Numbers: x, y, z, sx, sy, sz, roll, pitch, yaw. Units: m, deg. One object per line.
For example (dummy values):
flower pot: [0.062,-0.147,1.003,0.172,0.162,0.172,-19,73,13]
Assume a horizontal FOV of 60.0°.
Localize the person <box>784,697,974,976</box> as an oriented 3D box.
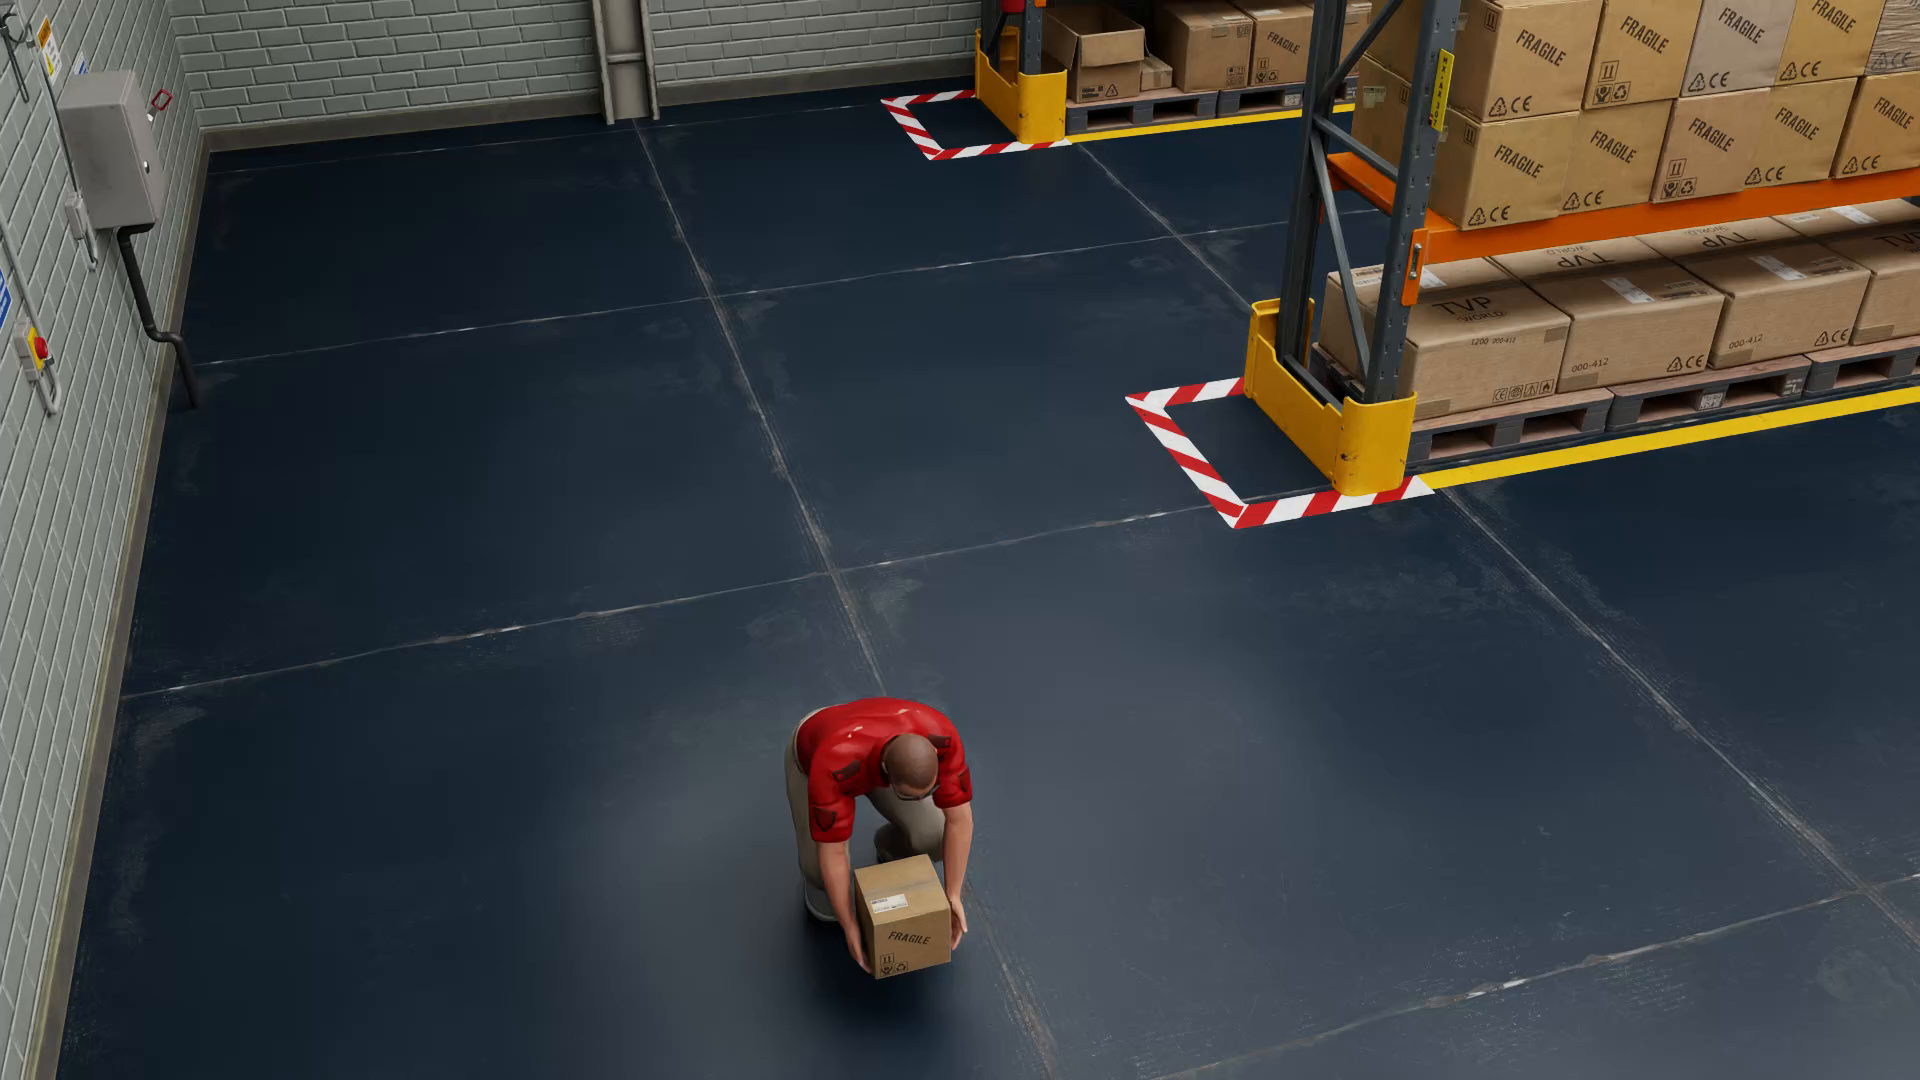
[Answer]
person: [-0.275,0.872,5.521,0.569,0.990,0.885,-10,35,-15]
